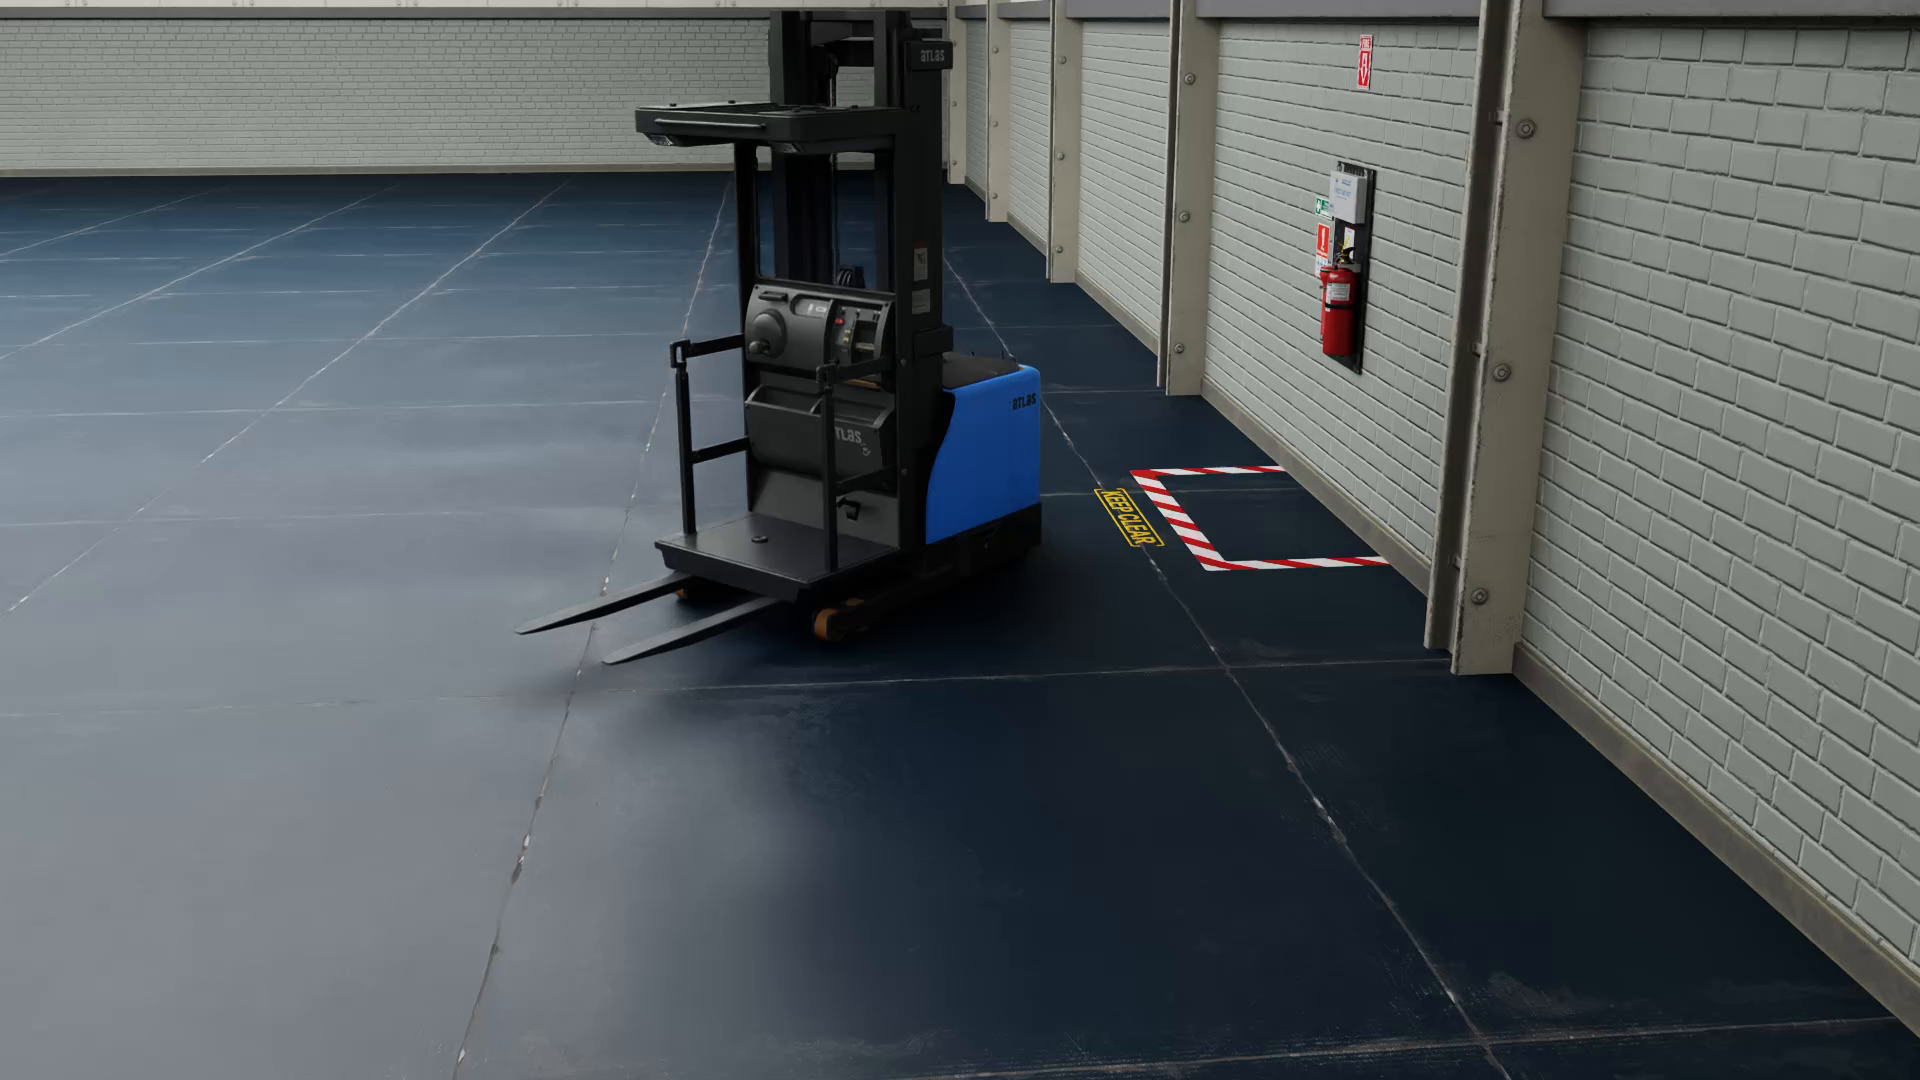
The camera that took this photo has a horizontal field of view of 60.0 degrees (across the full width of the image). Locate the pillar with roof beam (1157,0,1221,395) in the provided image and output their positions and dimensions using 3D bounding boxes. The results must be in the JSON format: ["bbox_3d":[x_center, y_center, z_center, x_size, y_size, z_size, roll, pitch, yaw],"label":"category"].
[{"bbox_3d":[-2.481,-5.387,11.814,9.100,9.000,0.400,-2,18,-6],"label":"pillar with roof beam"}]

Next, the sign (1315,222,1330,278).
[{"bbox_3d":[2.249,-1.793,10.320,0.001,0.329,0.234,-2,18,-6],"label":"sign"}]

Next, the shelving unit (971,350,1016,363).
[{"bbox_3d":[0.190,-0.568,9.734,0.215,1.050,0.252,-4,18,-14],"label":"shelving unit"}]

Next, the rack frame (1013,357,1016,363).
[{"bbox_3d":[0.221,-0.533,9.621,0.200,1.050,0.008,-4,18,-14],"label":"rack frame"}]

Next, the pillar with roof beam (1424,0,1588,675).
[{"bbox_3d":[-1.862,-3.600,6.120,9.100,9.000,0.400,-2,18,-6],"label":"pillar with roof beam"}]

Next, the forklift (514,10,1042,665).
[{"bbox_3d":[-0.846,-1.065,8.177,1.130,2.935,3.031,13,22,36],"label":"forklift"}]

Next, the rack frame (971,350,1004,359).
[{"bbox_3d":[0.159,-0.603,9.846,0.200,1.050,0.008,-4,18,-14],"label":"rack frame"}]

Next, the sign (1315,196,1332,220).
[{"bbox_3d":[2.241,-2.044,10.236,0.001,0.109,0.331,-2,18,-6],"label":"sign"}]

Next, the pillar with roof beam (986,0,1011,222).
[{"bbox_3d":[-3.718,-8.963,23.202,9.100,9.000,0.400,-2,18,-6],"label":"pillar with roof beam"}]

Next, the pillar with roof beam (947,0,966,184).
[{"bbox_3d":[-4.337,-10.750,28.896,9.100,9.000,0.400,-2,18,-6],"label":"pillar with roof beam"}]

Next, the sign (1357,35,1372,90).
[{"bbox_3d":[2.302,-2.719,9.461,0.001,0.298,0.199,-2,18,-6],"label":"sign"}]

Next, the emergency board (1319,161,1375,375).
[{"bbox_3d":[2.203,-1.608,9.791,0.194,1.169,0.643,-2,18,-6],"label":"emergency board"}]

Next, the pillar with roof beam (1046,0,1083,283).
[{"bbox_3d":[-3.099,-7.175,17.508,9.100,9.000,0.400,-2,18,-6],"label":"pillar with roof beam"}]
